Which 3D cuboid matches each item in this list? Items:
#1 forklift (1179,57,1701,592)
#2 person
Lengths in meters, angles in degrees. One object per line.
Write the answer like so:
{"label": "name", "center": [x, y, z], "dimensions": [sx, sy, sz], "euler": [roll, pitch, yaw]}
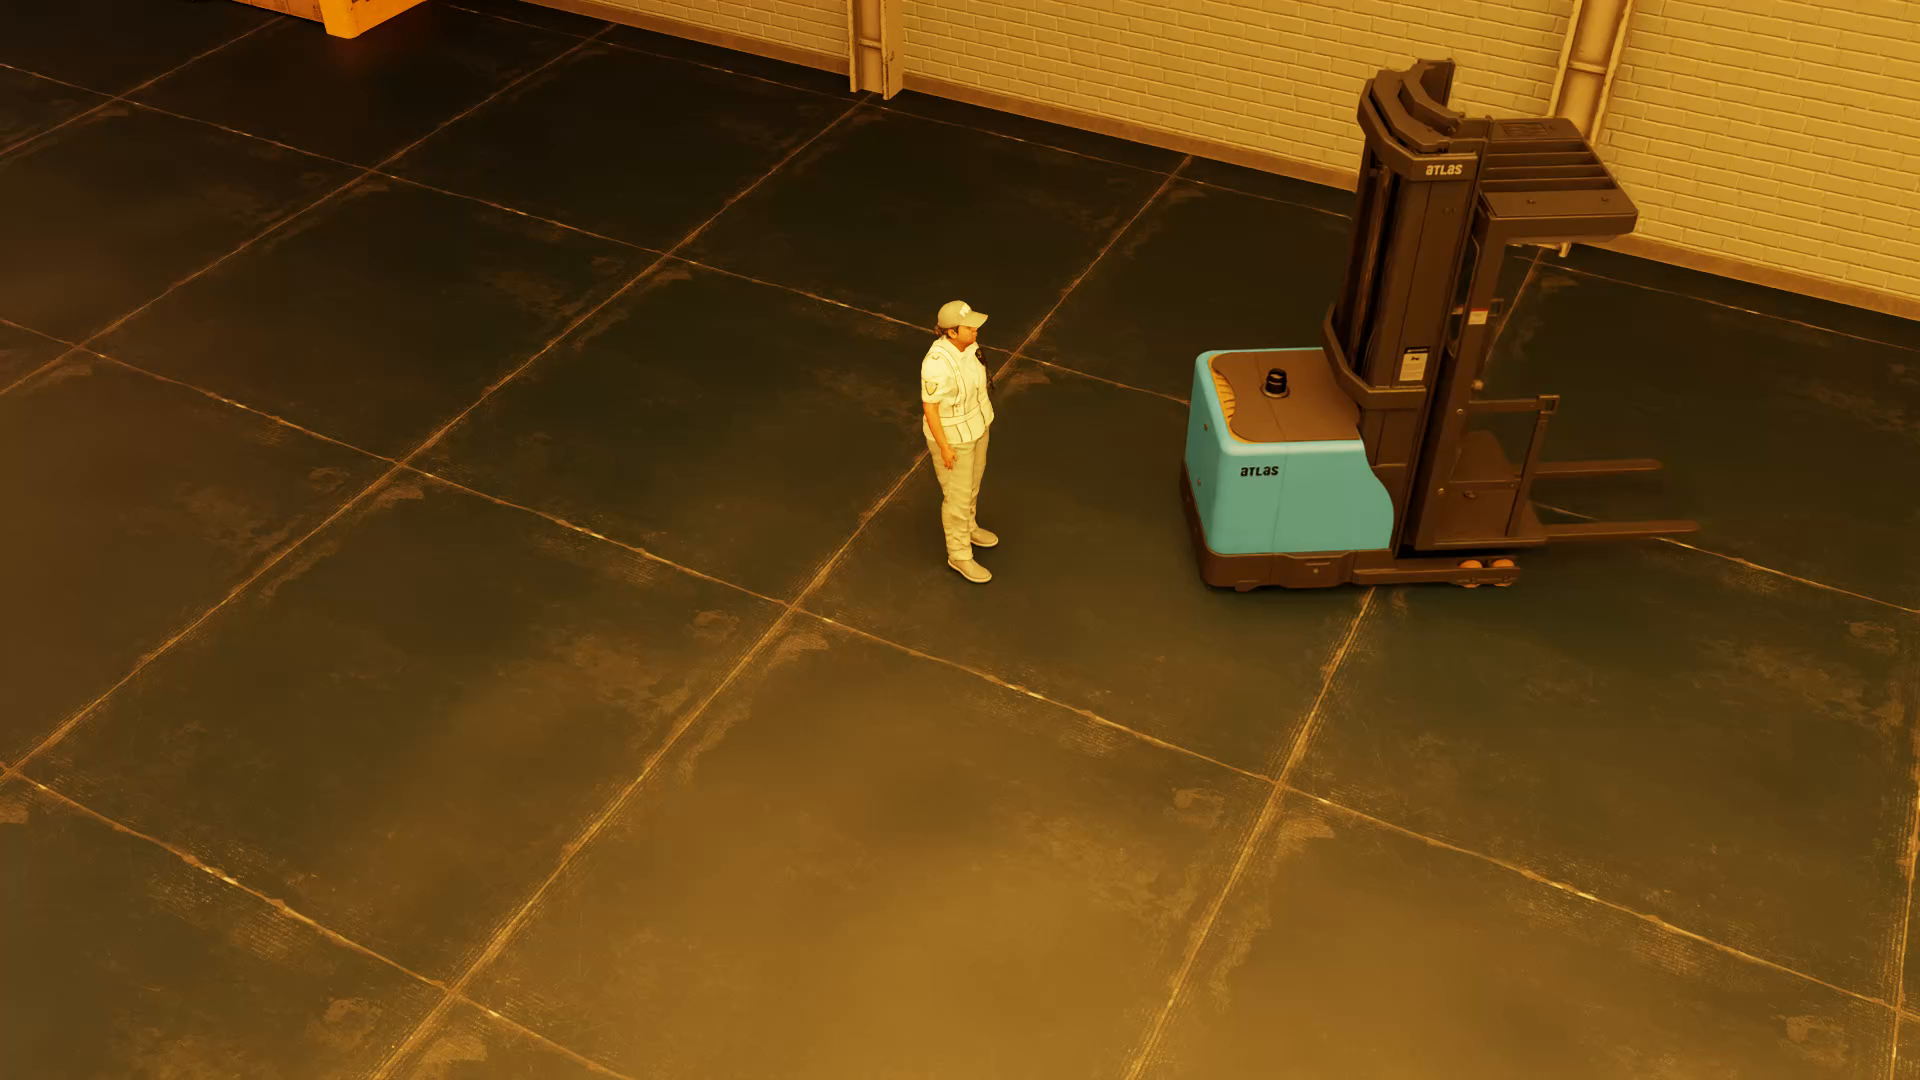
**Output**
{"label": "forklift", "center": [2.927, -1.177, 9.384], "dimensions": [3.031, 2.935, 1.130], "euler": [-2, 40, -2]}
{"label": "person", "center": [0.058, -0.607, 9.678], "dimensions": [0.527, 1.670, 0.598], "euler": [18, 43, 21]}
